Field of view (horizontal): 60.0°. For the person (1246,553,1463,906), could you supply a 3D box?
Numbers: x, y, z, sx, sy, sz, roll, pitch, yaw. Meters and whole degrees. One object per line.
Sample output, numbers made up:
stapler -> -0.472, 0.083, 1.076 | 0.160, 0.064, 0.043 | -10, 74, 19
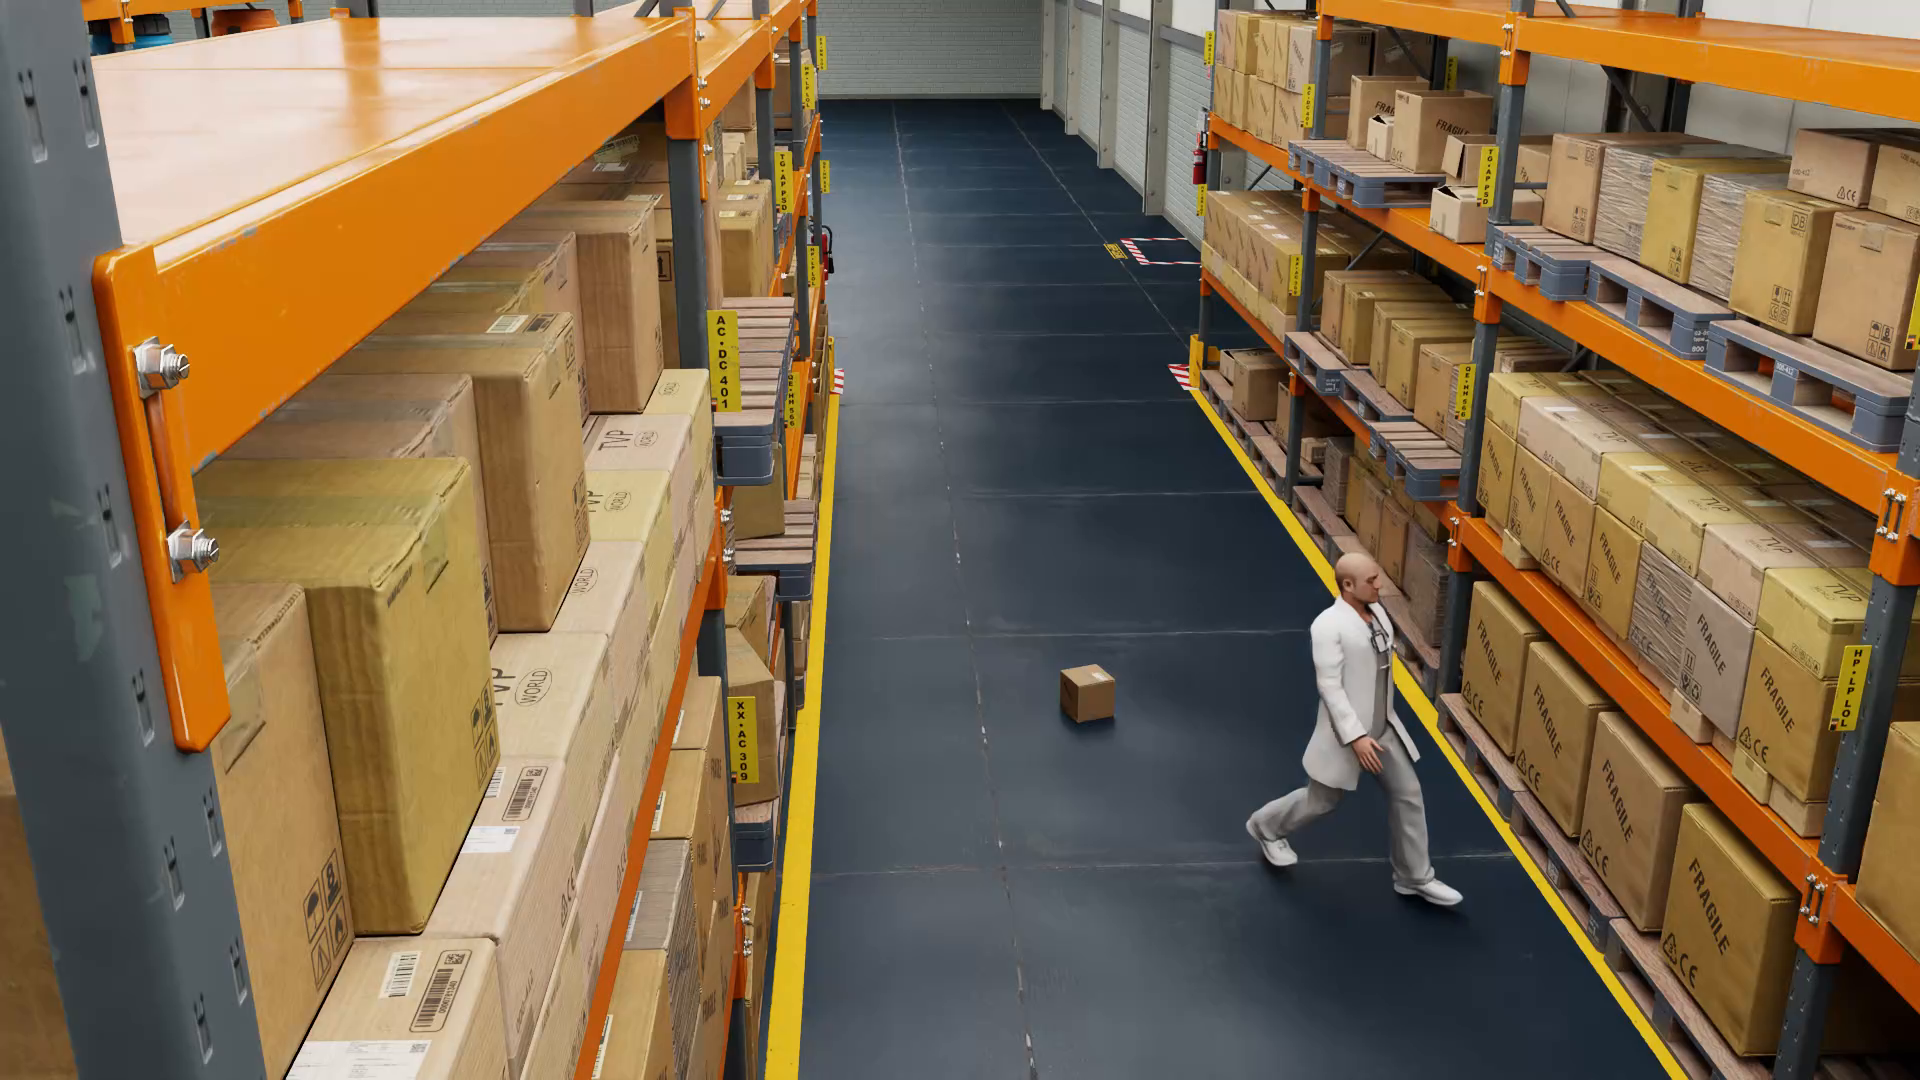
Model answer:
person -> 1.958, 0.916, 8.110 | 0.567, 1.718, 1.089 | -15, 25, -35
